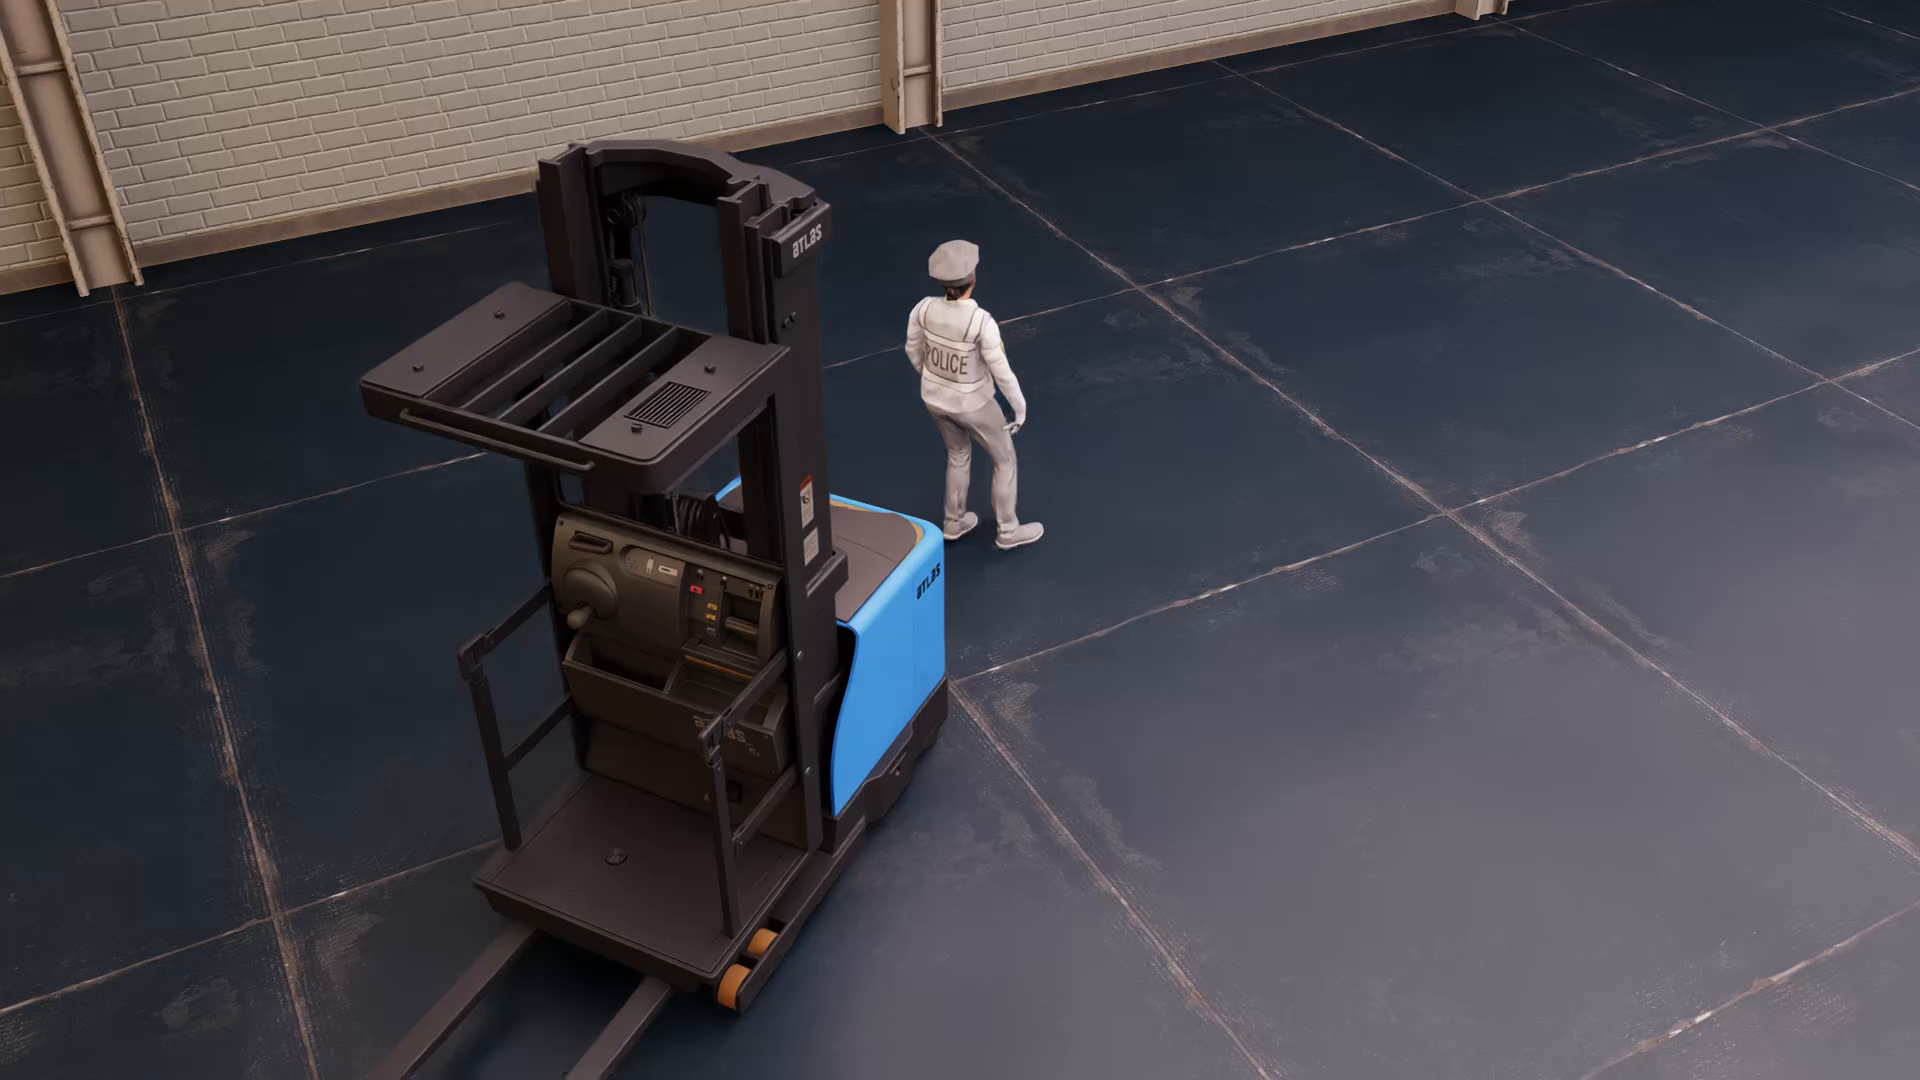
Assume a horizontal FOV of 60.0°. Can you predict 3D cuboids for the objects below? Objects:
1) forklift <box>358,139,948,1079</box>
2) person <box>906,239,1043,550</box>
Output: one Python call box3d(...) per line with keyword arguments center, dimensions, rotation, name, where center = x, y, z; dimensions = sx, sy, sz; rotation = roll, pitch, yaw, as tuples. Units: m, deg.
box3d(center=(-1.150, 0.258, 5.758), dimensions=(1.130, 2.935, 3.031), rotation=(16, 38, 21), name="forklift")
box3d(center=(0.057, -0.707, 8.243), dimensions=(0.672, 1.670, 0.437), rotation=(19, 39, 25), name="person")
